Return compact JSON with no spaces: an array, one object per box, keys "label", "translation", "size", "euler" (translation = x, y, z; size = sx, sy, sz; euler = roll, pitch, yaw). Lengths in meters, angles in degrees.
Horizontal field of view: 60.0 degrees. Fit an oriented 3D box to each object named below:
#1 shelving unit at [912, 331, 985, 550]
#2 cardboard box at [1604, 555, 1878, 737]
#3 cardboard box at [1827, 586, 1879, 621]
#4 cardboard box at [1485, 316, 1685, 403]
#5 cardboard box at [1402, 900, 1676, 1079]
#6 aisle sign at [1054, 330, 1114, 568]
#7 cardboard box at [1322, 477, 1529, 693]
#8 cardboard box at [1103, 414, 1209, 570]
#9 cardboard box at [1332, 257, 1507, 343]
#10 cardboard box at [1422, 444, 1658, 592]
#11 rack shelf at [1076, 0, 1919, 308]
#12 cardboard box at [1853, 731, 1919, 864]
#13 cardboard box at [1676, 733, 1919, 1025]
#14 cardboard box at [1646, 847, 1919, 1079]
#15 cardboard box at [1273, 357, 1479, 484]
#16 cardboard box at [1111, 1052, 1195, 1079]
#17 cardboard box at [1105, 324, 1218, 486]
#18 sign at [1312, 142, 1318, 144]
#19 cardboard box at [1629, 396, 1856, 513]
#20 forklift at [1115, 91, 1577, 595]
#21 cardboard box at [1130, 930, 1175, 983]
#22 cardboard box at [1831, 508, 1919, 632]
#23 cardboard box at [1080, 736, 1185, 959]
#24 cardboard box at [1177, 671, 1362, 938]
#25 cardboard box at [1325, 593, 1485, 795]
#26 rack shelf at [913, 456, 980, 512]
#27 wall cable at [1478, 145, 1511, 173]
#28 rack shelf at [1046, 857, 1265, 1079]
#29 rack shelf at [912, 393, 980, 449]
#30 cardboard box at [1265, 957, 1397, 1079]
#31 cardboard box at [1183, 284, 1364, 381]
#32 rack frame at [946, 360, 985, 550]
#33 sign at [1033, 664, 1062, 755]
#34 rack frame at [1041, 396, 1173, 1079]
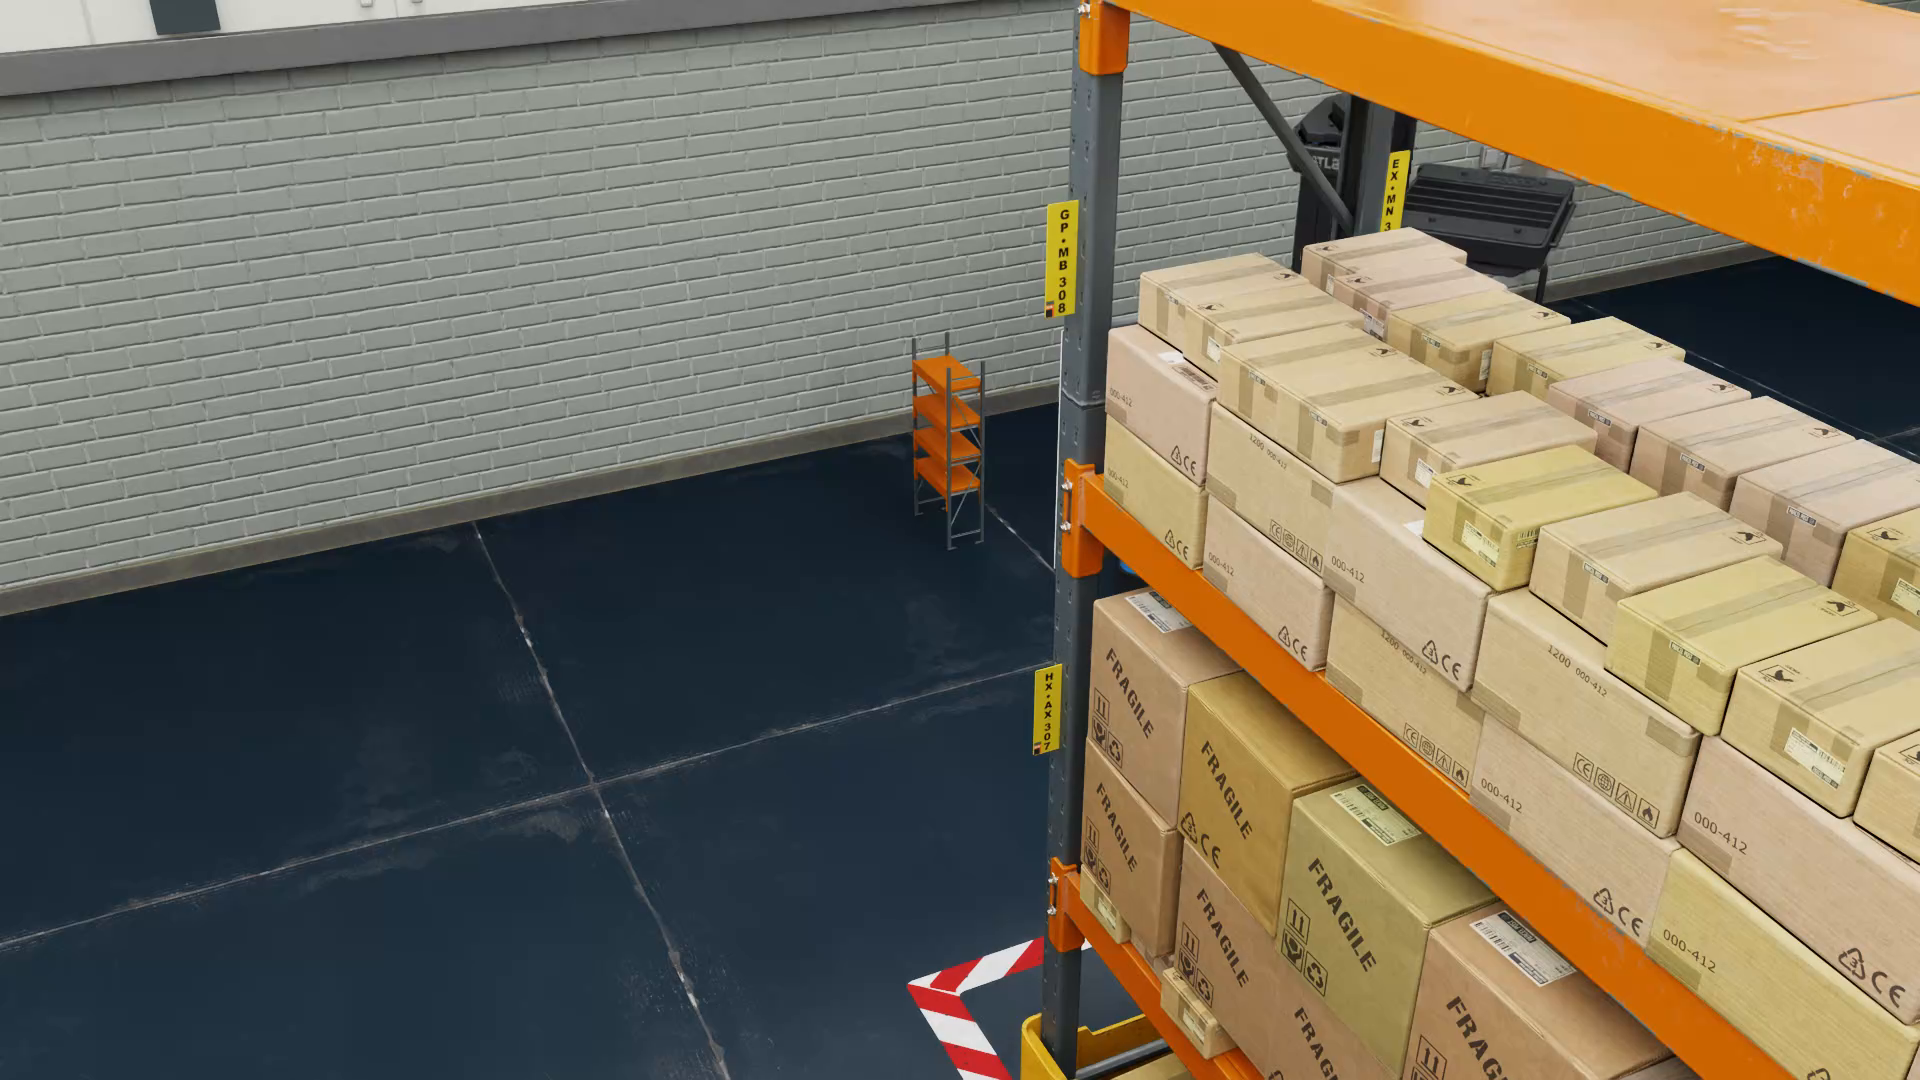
[{"label":"shelving unit","translation":[-0.071,-0.596,10.060],"size":[0.258,1.200,0.503],"euler":[-13,32,-22]},{"label":"cardboard box","translation":[1.402,0.184,2.996],"size":[0.380,0.149,0.250],"euler":[-14,32,-23]},{"label":"cardboard box","translation":[1.844,0.173,3.423],"size":[0.500,0.250,0.500],"euler":[-15,32,-24]},{"label":"cardboard box","translation":[1.520,-0.407,4.050],"size":[0.380,0.149,0.250],"euler":[-13,32,-21]},{"label":"cardboard box","translation":[1.372,1.131,3.711],"size":[0.500,0.500,0.500],"euler":[-14,32,-24]},{"label":"aisle sign","translation":[0.470,-0.297,5.028],"size":[0.394,0.787,0.004],"euler":[-13,32,-22]},{"label":"cardboard box","translation":[1.157,0.049,3.643],"size":[0.500,0.250,0.500],"euler":[-13,32,-21]},{"label":"cardboard box","translation":[0.734,-0.185,4.572],"size":[0.500,0.250,0.500],"euler":[-12,31,-20]},{"label":"cardboard box","translation":[1.217,-0.619,4.427],"size":[0.380,0.149,0.250],"euler":[-13,32,-21]},{"label":"cardboard box","translation":[1.186,-0.051,3.414],"size":[0.380,0.149,0.250],"euler":[-12,31,-20]},{"label":"rack shelf","translation":[1.631,-0.612,2.853],"size":[1.077,0.370,4.000],"euler":[-13,32,-22]},{"label":"cardboard box","translation":[1.653,0.398,2.613],"size":[0.380,0.149,0.250],"euler":[-14,32,-24]},{"label":"cardboard box","translation":[1.621,0.500,2.840],"size":[0.500,0.250,0.500],"euler":[-12,31,-20]},{"label":"cardboard box","translation":[1.612,0.723,2.954],"size":[0.500,0.250,0.500],"euler":[-13,32,-23]},{"label":"cardboard box","translation":[0.953,-0.279,3.821],"size":[0.380,0.149,0.250],"euler":[-13,32,-21]},{"label":"cardboard box","translation":[0.690,1.910,5.628],"size":[0.380,0.149,0.250],"euler":[-15,32,-24]},{"label":"cardboard box","translation":[0.730,-0.402,4.449],"size":[0.500,0.250,0.500],"euler":[-13,32,-21]},{"label":"sign","translation":[2.688,-2.899,12.049],"size":[0.327,0.218,0.001],"euler":[-13,32,-22]},{"label":"cardboard box","translation":[1.701,-0.171,3.629],"size":[0.380,0.149,0.250],"euler":[-12,32,-21]},{"label":"forklift","translation":[2.439,-0.755,8.572],"size":[3.031,2.935,1.130],"euler":[13,32,22]},{"label":"cardboard box","translation":[0.762,1.231,5.217],"size":[0.380,0.149,0.250],"euler":[-12,31,-20]},{"label":"cardboard box","translation":[1.938,0.055,3.225],"size":[0.380,0.149,0.250],"euler":[-14,32,-23]},{"label":"cardboard box","translation":[0.715,0.889,5.164],"size":[0.500,0.500,0.500],"euler":[-12,31,-20]},{"label":"cardboard box","translation":[0.947,0.672,4.529],"size":[0.500,0.500,0.500],"euler":[-12,31,-21]},{"label":"cardboard box","translation":[1.189,0.273,3.755],"size":[0.500,0.250,0.500],"euler":[-14,32,-24]},{"label":"rack shelf","translation":[-0.071,-0.365,10.190],"size":[0.258,0.148,0.480],"euler":[-13,32,-22]},{"label":"wall cable","translation":[4.033,-3.510,12.377],"size":[0.588,1.984,0.122],"euler":[-13,32,-22]},{"label":"rack shelf","translation":[1.631,2.003,4.319],"size":[1.077,0.370,4.000],"euler":[-13,32,-22]},{"label":"rack shelf","translation":[-0.071,-0.733,9.983],"size":[0.258,0.148,0.480],"euler":[-13,32,-22]},{"label":"cardboard box","translation":[1.167,1.339,4.362],"size":[0.500,0.500,0.500],"euler":[-13,32,-21]},{"label":"cardboard box","translation":[0.799,-0.522,4.254],"size":[0.380,0.149,0.250],"euler":[-12,31,-20]},{"label":"rack frame","translation":[0.034,-0.489,9.868],"size":[0.240,1.200,0.015],"euler":[-13,32,-22]},{"label":"sign","translation":[0.282,0.542,5.304],"size":[0.100,0.325,0.005],"euler":[-13,32,-22]},{"label":"rack frame","translation":[0.772,0.806,5.719],"size":[1.000,3.000,0.127],"euler":[-13,32,-22]}]
